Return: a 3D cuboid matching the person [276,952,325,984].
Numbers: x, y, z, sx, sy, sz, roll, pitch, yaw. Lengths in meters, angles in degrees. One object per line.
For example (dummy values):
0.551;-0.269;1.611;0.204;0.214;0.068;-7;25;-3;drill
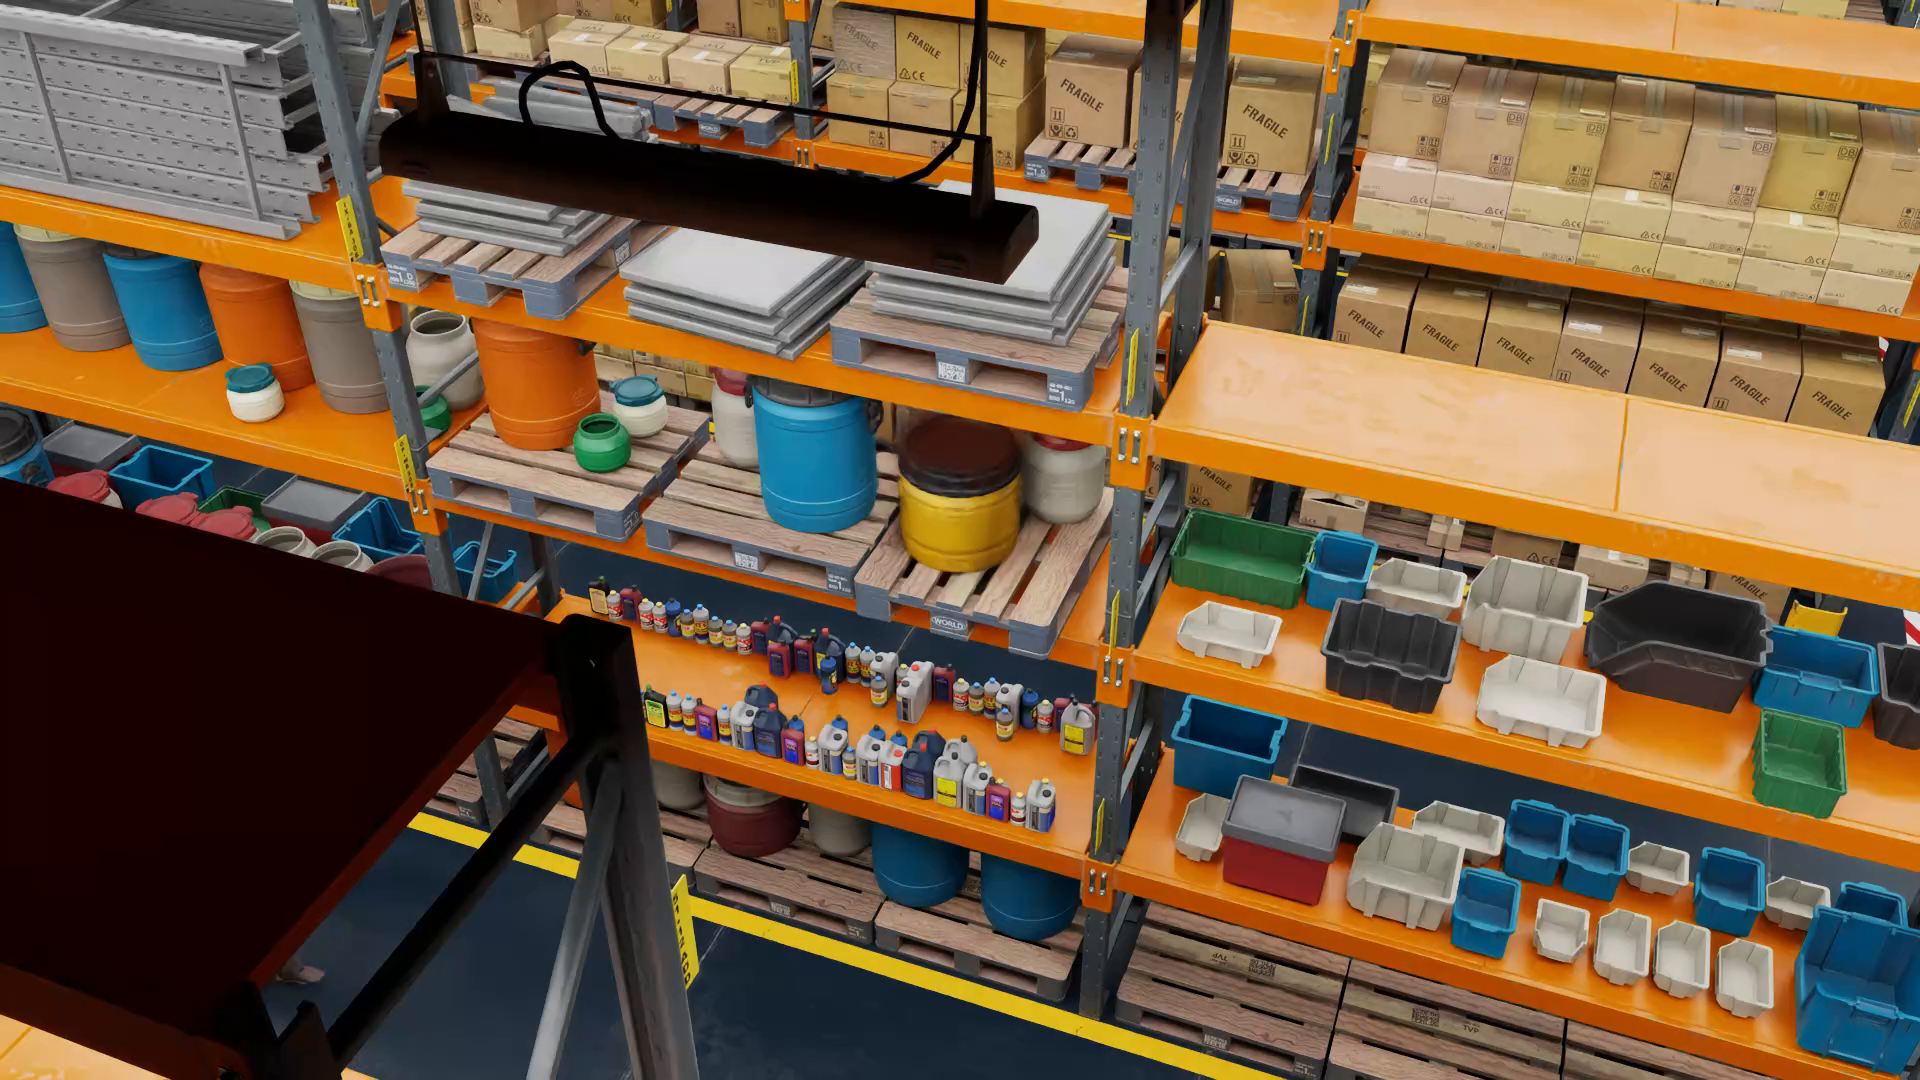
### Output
-4.111;2.009;9.342;0.595;1.704;0.460;10;38;13;person
